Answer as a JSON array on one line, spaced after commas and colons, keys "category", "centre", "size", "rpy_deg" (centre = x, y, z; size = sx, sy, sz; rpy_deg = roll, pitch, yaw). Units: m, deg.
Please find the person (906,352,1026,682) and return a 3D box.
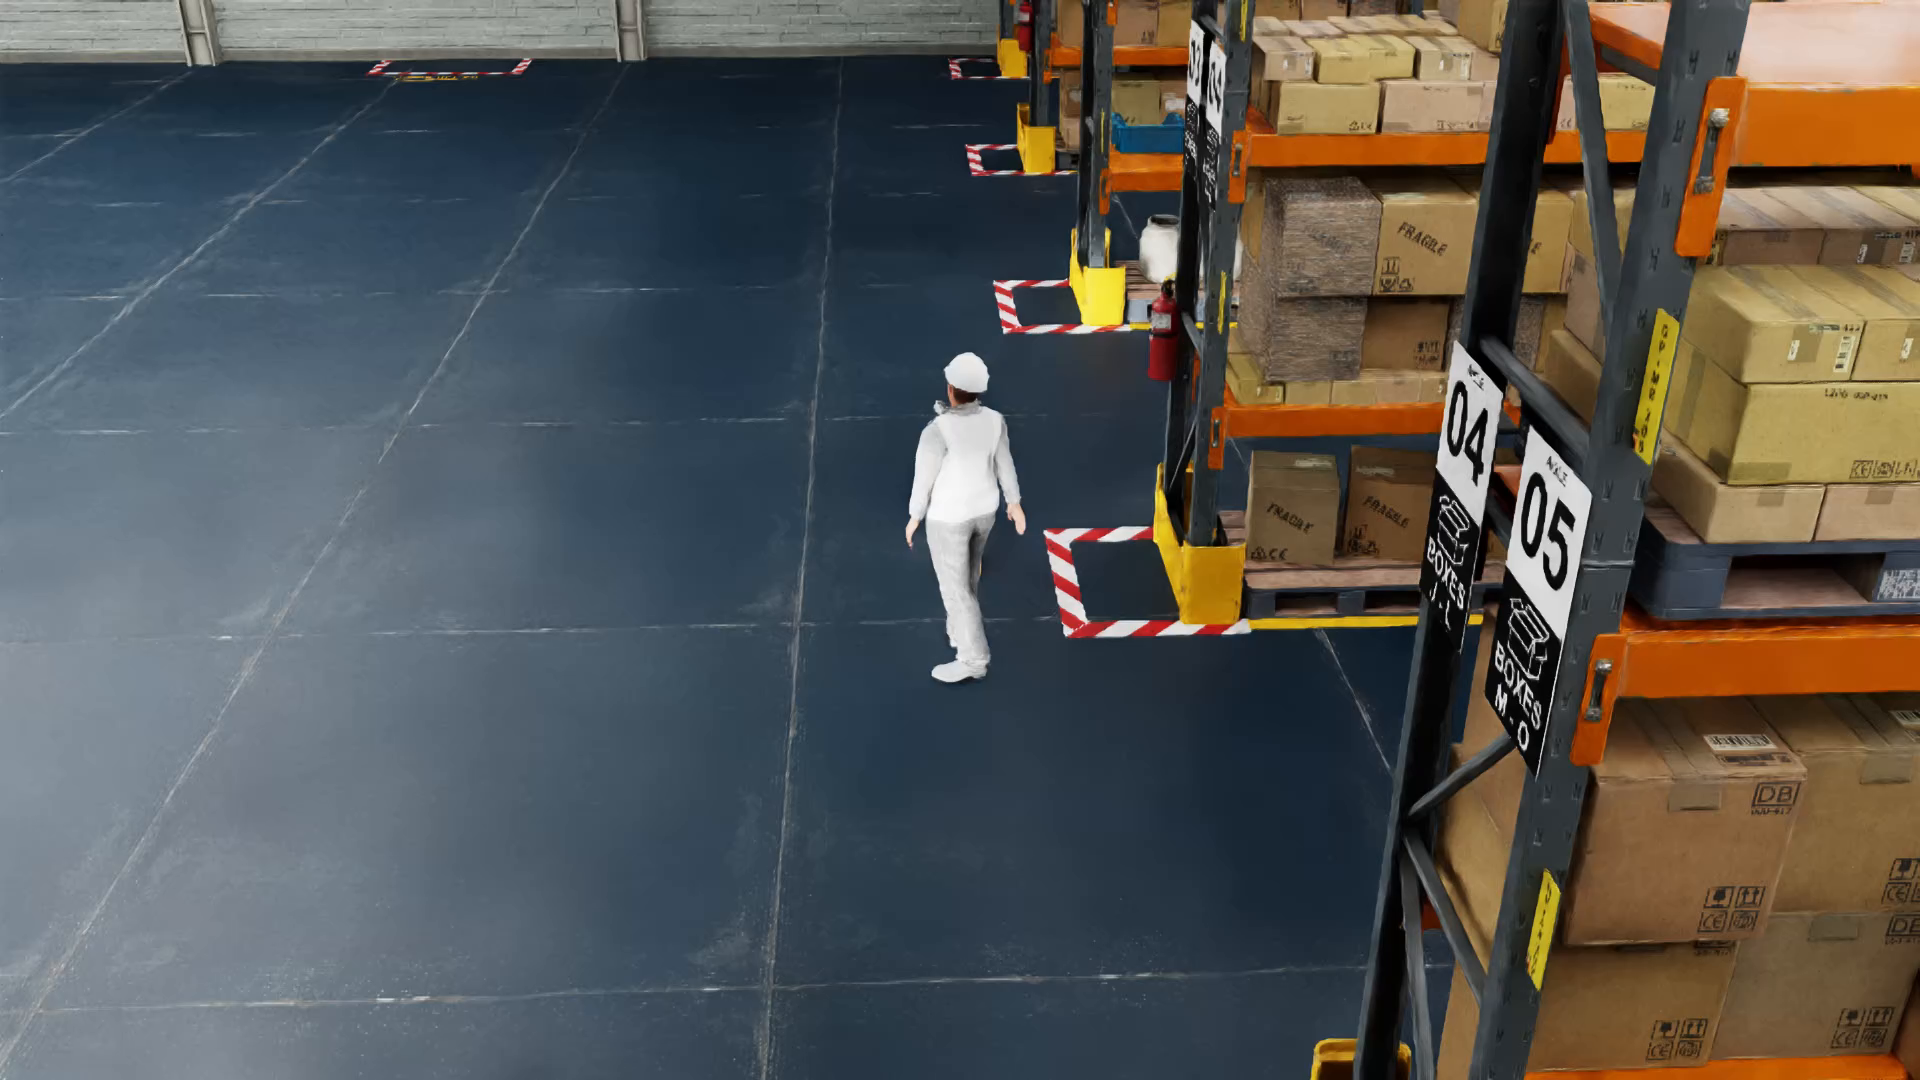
[{"category": "person", "centre": [0.016, -0.150, 8.879], "size": [0.650, 1.768, 0.629], "rpy_deg": [-21, 34, -34]}]
